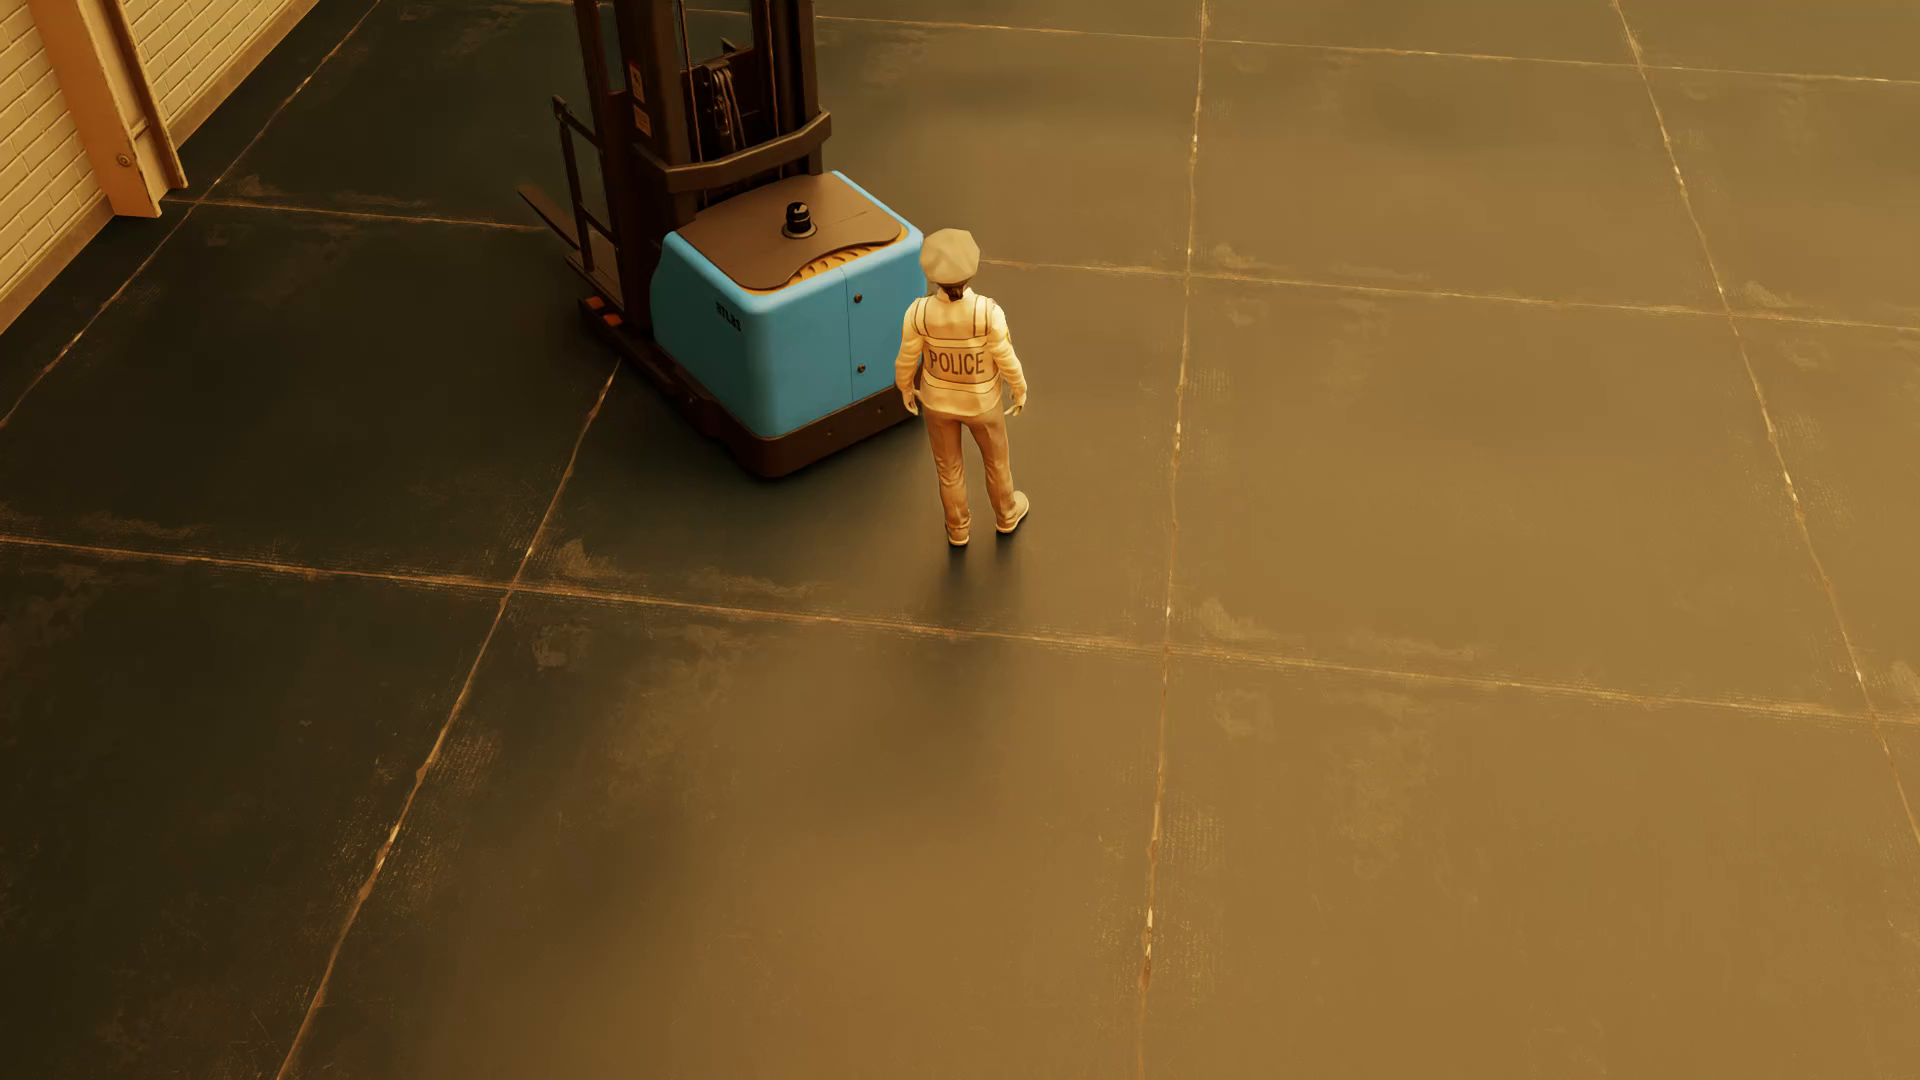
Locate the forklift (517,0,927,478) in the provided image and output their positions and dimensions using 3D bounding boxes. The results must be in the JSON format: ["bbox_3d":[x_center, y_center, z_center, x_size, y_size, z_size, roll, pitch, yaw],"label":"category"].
[{"bbox_3d":[-1.437,-2.330,8.261,1.130,2.935,3.031,-27,49,-27],"label":"forklift"}]

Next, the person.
[{"bbox_3d":[0.015,-0.674,7.362,0.588,1.695,0.531,5,43,6],"label":"person"}]
